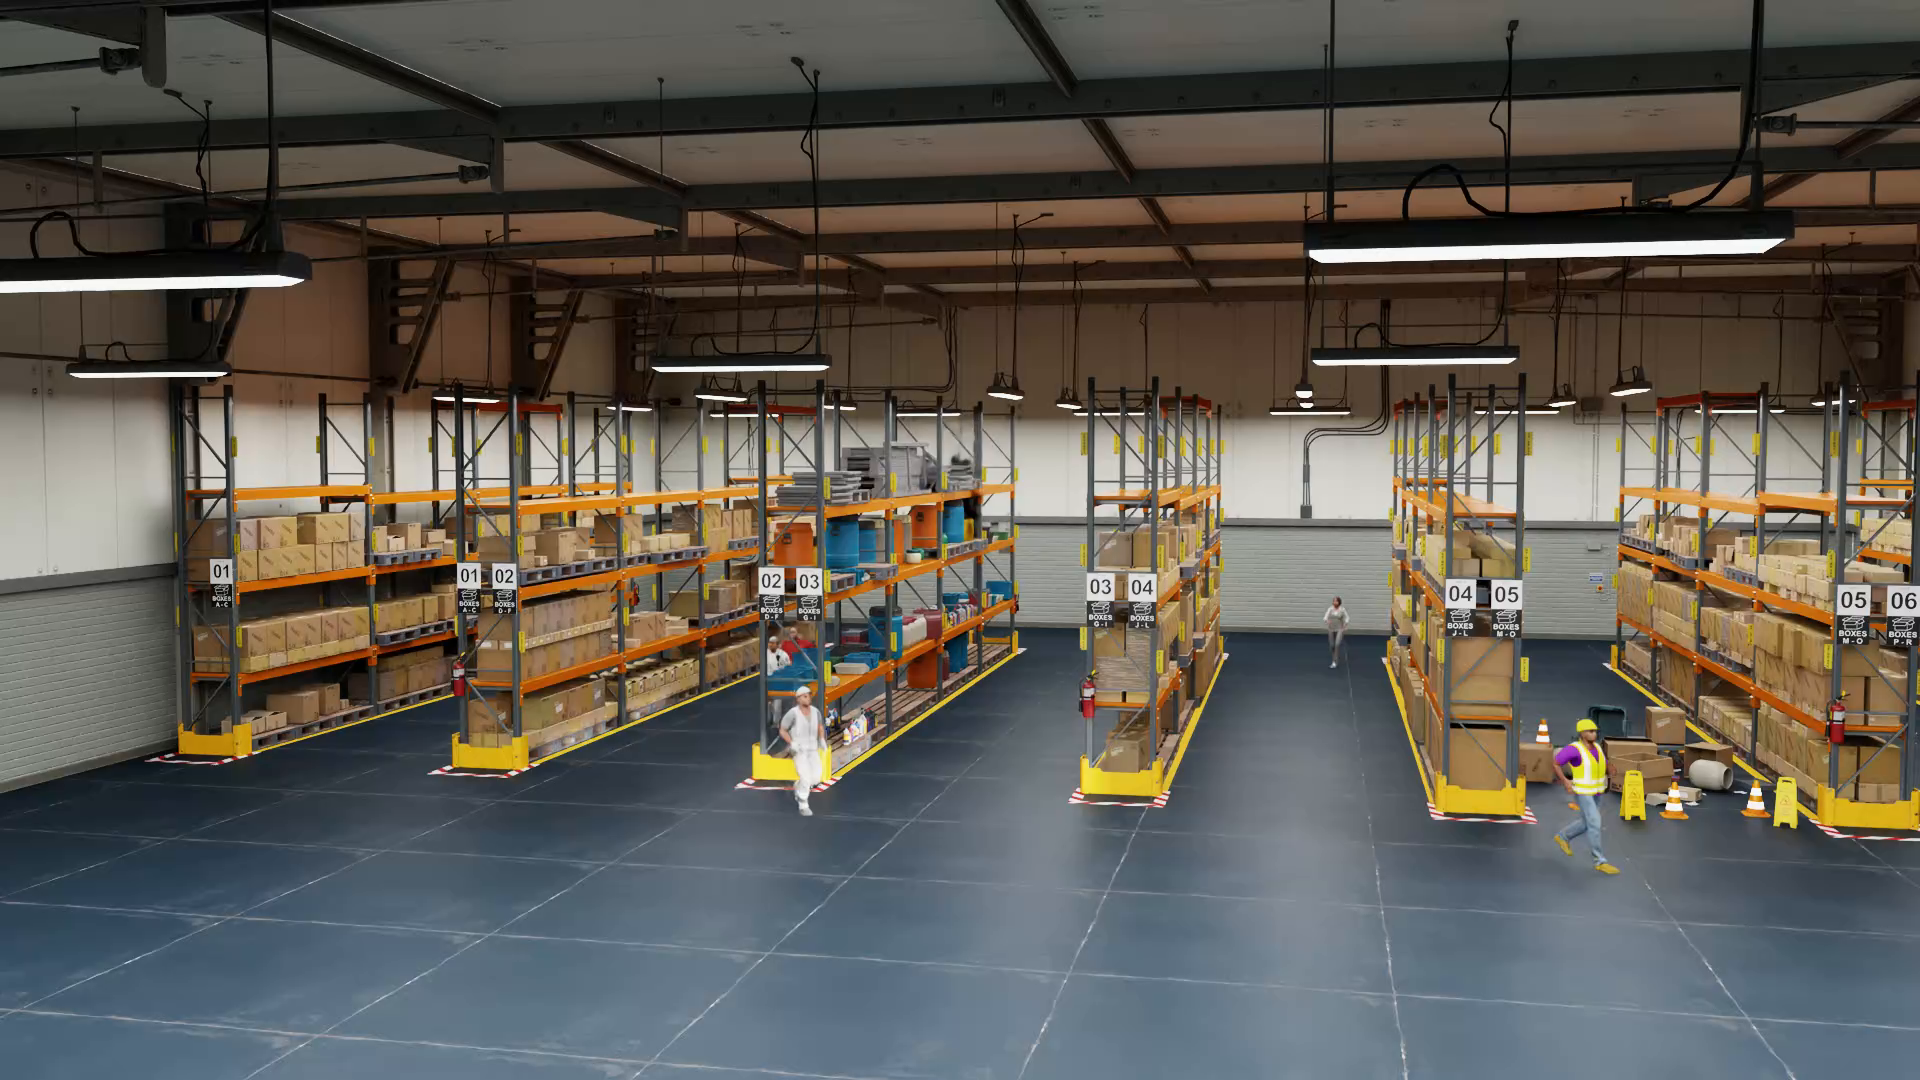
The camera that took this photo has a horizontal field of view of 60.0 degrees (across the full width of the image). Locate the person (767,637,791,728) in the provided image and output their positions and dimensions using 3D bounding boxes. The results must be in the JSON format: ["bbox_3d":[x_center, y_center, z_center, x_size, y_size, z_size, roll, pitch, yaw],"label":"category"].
[{"bbox_3d":[-3.303,2.535,29.617,0.592,1.636,0.561,1,3,9],"label":"person"}]

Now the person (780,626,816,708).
[{"bbox_3d":[-3.005,2.469,30.446,0.670,1.773,0.767,1,3,17],"label":"person"}]

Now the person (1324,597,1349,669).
[{"bbox_3d":[8.537,2.088,37.806,0.552,1.600,0.773,2,4,27],"label":"person"}]

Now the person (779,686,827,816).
[{"bbox_3d":[-2.167,2.860,22.715,0.674,1.742,0.630,-3,4,-38],"label":"person"}]

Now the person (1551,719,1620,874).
[{"bbox_3d":[7.429,2.993,19.700,0.705,1.746,0.990,-2,4,-33],"label":"person"}]
